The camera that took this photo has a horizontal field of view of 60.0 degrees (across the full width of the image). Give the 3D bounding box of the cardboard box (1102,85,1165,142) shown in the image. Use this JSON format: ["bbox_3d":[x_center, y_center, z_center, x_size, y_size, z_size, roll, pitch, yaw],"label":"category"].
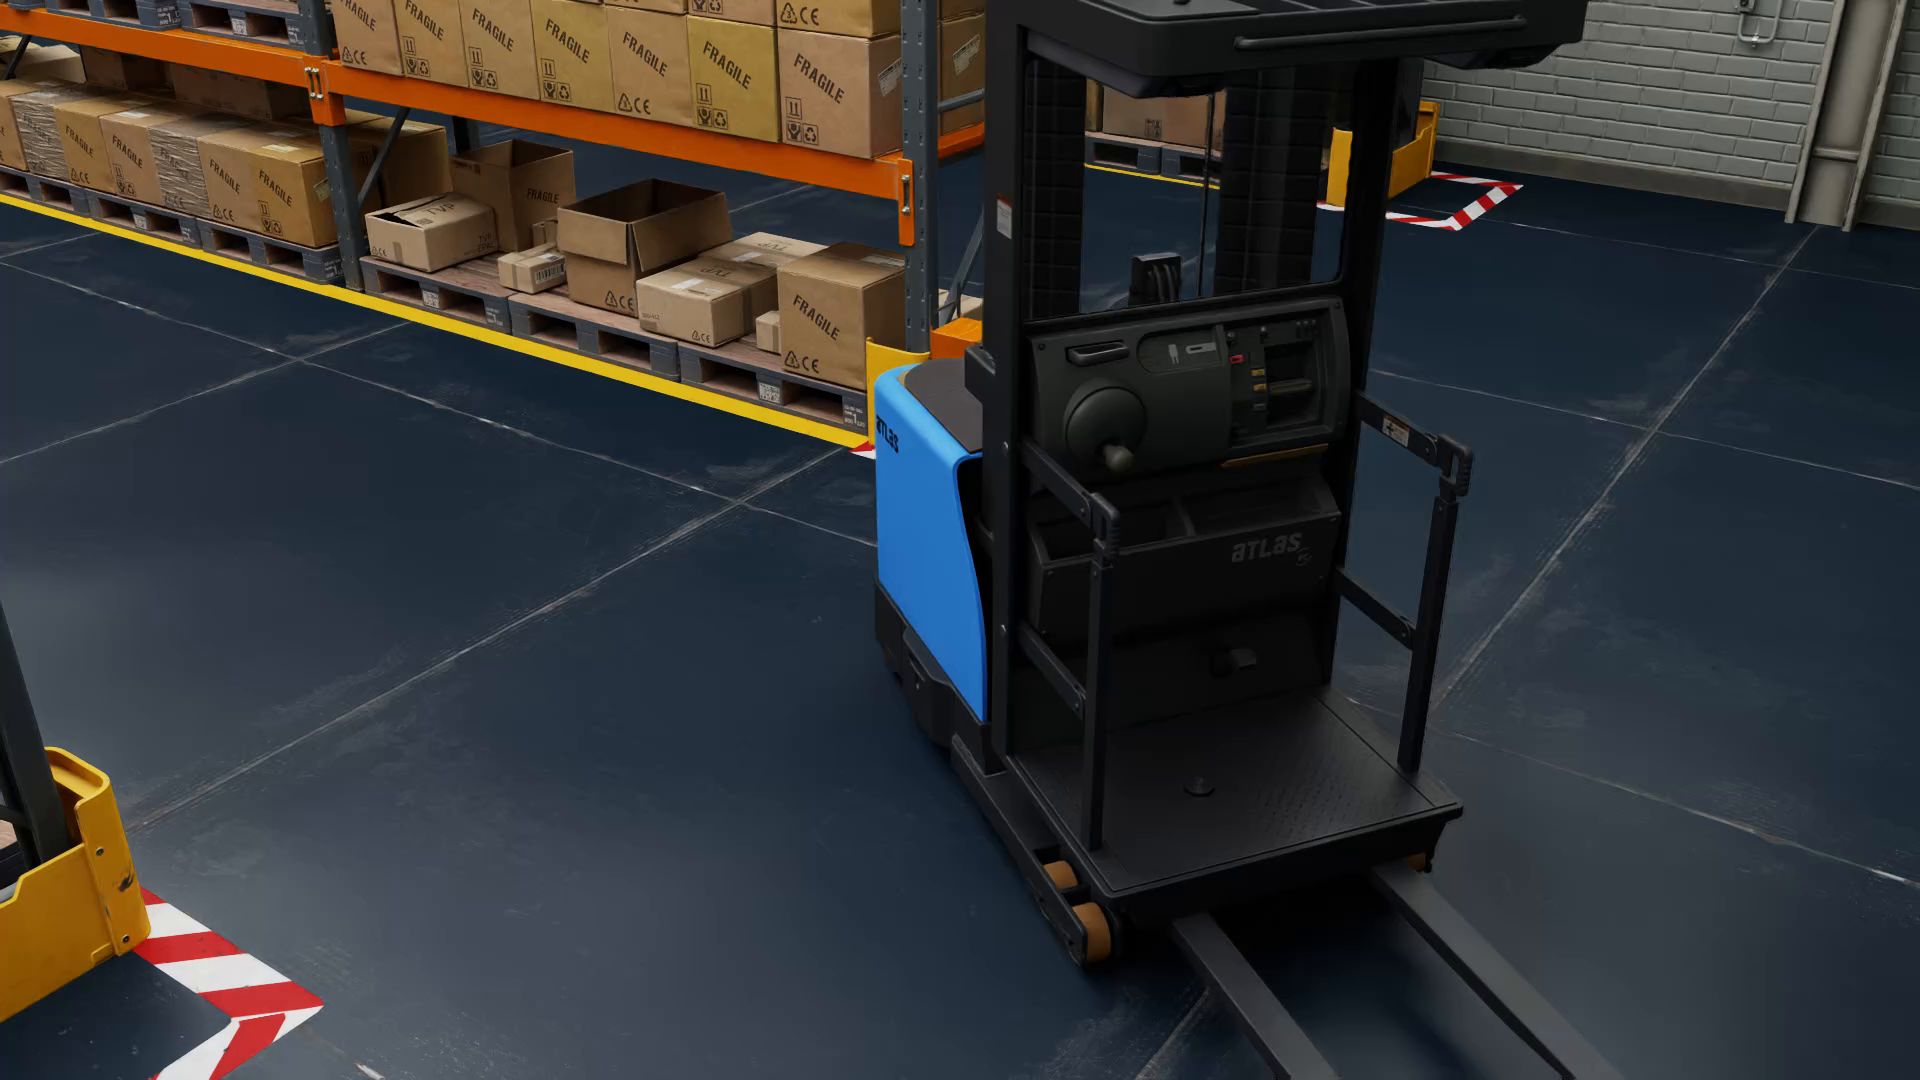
[{"bbox_3d":[1.431,-3.254,12.130,0.500,0.500,0.700,16,31,29],"label":"cardboard box"}]

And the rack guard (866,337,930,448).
[{"bbox_3d":[0.028,-0.834,7.837,0.348,0.500,1.175,17,32,30],"label":"rack guard"}]

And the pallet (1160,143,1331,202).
[{"bbox_3d":[2.189,-2.714,11.851,1.213,0.211,1.003,17,32,30],"label":"pallet"}]

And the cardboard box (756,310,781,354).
[{"bbox_3d":[-0.780,-1.047,8.138,0.250,0.166,0.380,17,32,30],"label":"cardboard box"}]

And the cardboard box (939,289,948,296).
[{"bbox_3d":[-0.266,-1.162,8.364,0.250,0.166,0.380,17,32,30],"label":"cardboard box"}]

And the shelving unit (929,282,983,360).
[{"bbox_3d":[0.044,-0.454,6.485,0.252,1.050,0.215,17,32,30],"label":"shelving unit"}]

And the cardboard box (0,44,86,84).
[{"bbox_3d":[-6.769,-3.438,12.149,0.500,0.311,0.500,19,32,32],"label":"cardboard box"}]

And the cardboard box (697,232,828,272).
[{"bbox_3d":[-1.021,-1.401,8.743,0.500,0.250,0.500,17,32,30],"label":"cardboard box"}]

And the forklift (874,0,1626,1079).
[{"bbox_3d":[0.707,-0.374,4.254,1.130,2.935,3.031,-10,29,-19],"label":"forklift"}]

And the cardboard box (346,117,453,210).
[{"bbox_3d":[-3.467,-2.253,10.140,0.500,0.500,0.500,16,31,28],"label":"cardboard box"}]

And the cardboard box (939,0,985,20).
[{"bbox_3d":[-0.126,-2.631,7.400,0.500,0.500,0.500,18,32,32],"label":"cardboard box"}]

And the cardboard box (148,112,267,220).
[{"bbox_3d":[-4.591,-2.316,10.264,0.500,0.500,0.500,18,32,31],"label":"cardboard box"}]

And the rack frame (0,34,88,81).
[{"bbox_3d":[-6.504,-3.982,11.268,0.127,3.000,1.000,17,32,30],"label":"rack frame"}]

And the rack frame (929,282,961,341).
[{"bbox_3d":[-0.056,-0.485,6.546,0.008,1.050,0.200,17,32,30],"label":"rack frame"}]

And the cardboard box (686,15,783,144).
[{"bbox_3d":[-0.862,-2.118,7.494,0.500,0.500,0.500,18,32,31],"label":"cardboard box"}]

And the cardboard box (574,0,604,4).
[{"bbox_3d":[-1.702,-2.822,7.776,0.500,0.500,0.500,18,32,32],"label":"cardboard box"}]

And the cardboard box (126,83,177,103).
[{"bbox_3d":[-5.173,-2.779,11.174,0.500,0.500,0.500,16,31,29],"label":"cardboard box"}]

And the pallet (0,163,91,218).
[{"bbox_3d":[-5.910,-2.534,11.496,1.213,0.211,1.003,17,32,30],"label":"pallet"}]

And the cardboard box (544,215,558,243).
[{"bbox_3d":[-1.958,-1.720,9.302,0.500,0.311,0.500,17,32,30],"label":"cardboard box"}]

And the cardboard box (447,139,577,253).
[{"bbox_3d":[-2.576,-1.997,9.638,0.500,0.500,0.500,17,32,30],"label":"cardboard box"}]

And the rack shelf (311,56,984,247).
[{"bbox_3d":[-1.558,-2.121,8.404,4.000,0.370,1.077,17,32,30],"label":"rack shelf"}]

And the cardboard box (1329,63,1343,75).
[{"bbox_3d":[2.475,-3.328,11.561,0.250,0.149,0.380,18,32,31],"label":"cardboard box"}]

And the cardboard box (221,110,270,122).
[{"bbox_3d":[-4.321,-2.517,10.659,0.500,0.500,0.500,18,32,31],"label":"cardboard box"}]

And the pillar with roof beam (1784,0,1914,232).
[{"bbox_3d":[3.170,-4.475,5.622,0.400,9.000,9.100,17,32,30],"label":"pillar with roof beam"}]

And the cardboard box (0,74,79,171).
[{"bbox_3d":[-6.290,-2.841,11.296,0.500,0.500,0.500,19,32,32],"label":"cardboard box"}]

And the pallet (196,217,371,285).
[{"bbox_3d":[-3.898,-1.907,10.265,1.213,0.211,1.003,17,32,30],"label":"pallet"}]

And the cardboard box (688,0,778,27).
[{"bbox_3d":[-0.849,-2.559,7.259,0.500,0.500,0.500,18,32,32],"label":"cardboard box"}]

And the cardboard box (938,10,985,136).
[{"bbox_3d":[-0.126,-2.185,7.626,0.500,0.500,0.500,18,32,31],"label":"cardboard box"}]

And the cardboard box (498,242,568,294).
[{"bbox_3d":[-2.264,-1.482,8.993,0.250,0.166,0.380,17,32,30],"label":"cardboard box"}]

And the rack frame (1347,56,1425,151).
[{"bbox_3d":[2.892,-3.781,10.872,0.127,3.000,1.000,17,32,30],"label":"rack frame"}]

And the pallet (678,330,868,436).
[{"bbox_3d":[-0.630,-0.909,8.304,1.213,0.211,1.003,17,32,30],"label":"pallet"}]

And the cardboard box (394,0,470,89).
[{"bbox_3d":[-2.517,-2.637,8.514,0.500,0.500,0.500,18,32,31],"label":"cardboard box"}]

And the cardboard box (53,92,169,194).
[{"bbox_3d":[-5.445,-2.578,10.779,0.500,0.500,0.500,17,31,30],"label":"cardboard box"}]

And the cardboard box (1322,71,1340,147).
[{"bbox_3d":[2.259,-2.996,11.624,0.500,0.500,0.700,17,32,30],"label":"cardboard box"}]

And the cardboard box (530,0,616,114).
[{"bbox_3d":[-1.686,-2.377,8.004,0.500,0.500,0.500,17,31,30],"label":"cardboard box"}]

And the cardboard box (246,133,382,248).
[{"bbox_3d":[-3.775,-2.057,9.755,0.500,0.500,0.500,17,32,30],"label":"cardboard box"}]

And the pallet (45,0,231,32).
[{"bbox_3d":[-4.898,-3.399,10.334,1.213,0.211,1.003,17,32,30],"label":"pallet"}]

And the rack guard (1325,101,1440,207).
[{"bbox_3d":[2.912,-2.661,11.427,0.348,0.500,1.175,17,32,30],"label":"rack guard"}]

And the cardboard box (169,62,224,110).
[{"bbox_3d":[-4.705,-2.972,10.727,0.500,0.250,0.500,17,31,29],"label":"cardboard box"}]

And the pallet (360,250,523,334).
[{"bbox_3d":[-2.641,-1.536,9.535,1.213,0.211,1.003,17,32,30],"label":"pallet"}]
